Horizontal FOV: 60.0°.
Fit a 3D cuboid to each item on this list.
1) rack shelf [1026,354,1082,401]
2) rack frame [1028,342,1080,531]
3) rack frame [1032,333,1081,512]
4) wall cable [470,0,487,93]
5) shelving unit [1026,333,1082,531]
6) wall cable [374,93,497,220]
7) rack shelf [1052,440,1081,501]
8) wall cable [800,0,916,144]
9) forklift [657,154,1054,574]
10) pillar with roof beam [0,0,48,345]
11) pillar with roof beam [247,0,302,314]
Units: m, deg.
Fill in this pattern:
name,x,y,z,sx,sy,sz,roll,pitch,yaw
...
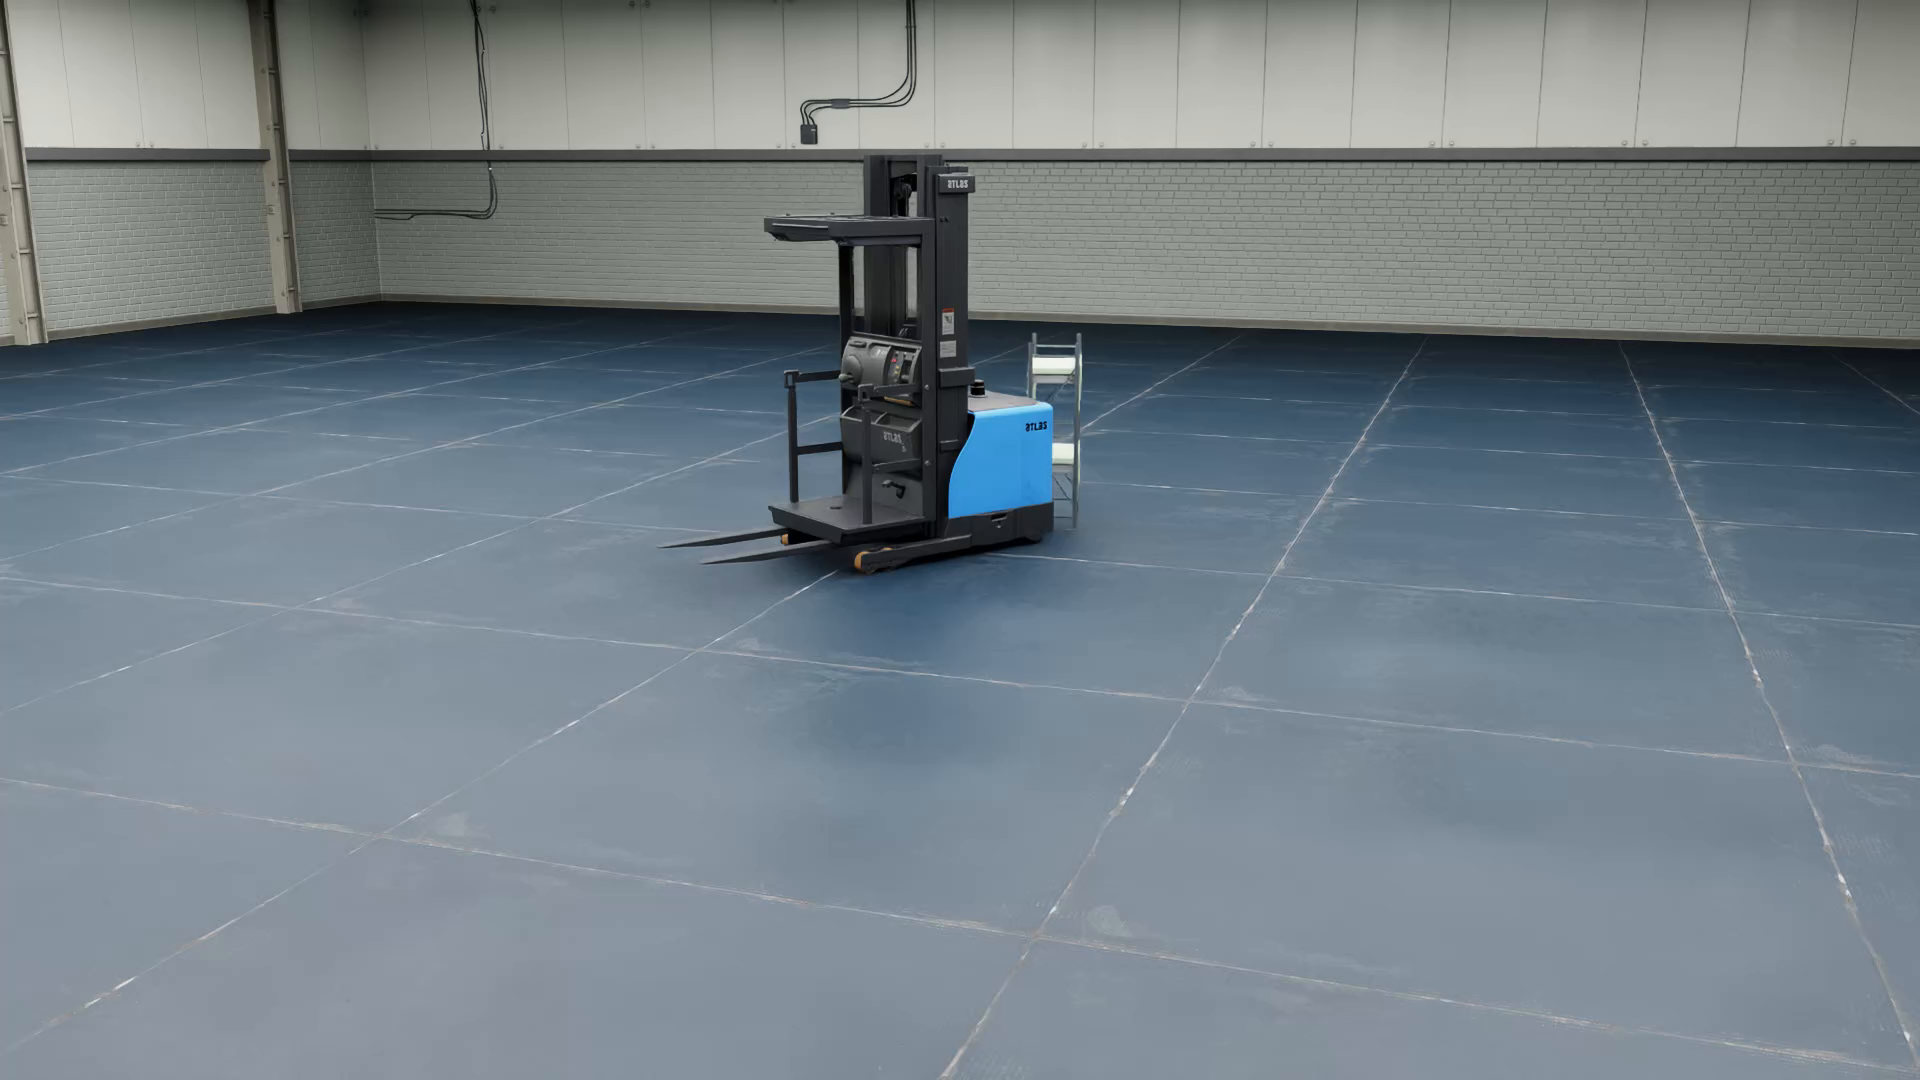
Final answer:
name,x,y,z,sx,sy,sz,roll,pitch,yaw
rack shelf,0.767,-1.274,13.444,0.431,0.370,0.720,1,13,5
rack frame,0.736,-0.812,13.176,0.400,1.500,0.023,1,13,5
rack frame,0.798,-0.974,13.887,0.400,1.500,0.023,1,13,5
wall cable,-8.322,-10.106,32.669,3.097,2.526,0.112,4,14,18
shelving unit,0.767,-0.893,13.531,0.431,1.500,0.755,1,13,5
wall cable,-10.882,-7.838,34.085,3.097,2.526,0.112,4,14,18
rack shelf,0.767,-0.575,13.604,0.431,0.370,0.720,1,13,5
wall cable,-1.904,-10.323,30.351,2.305,6.003,0.169,4,14,18
forklift,-0.750,-1.316,12.166,3.031,2.935,1.130,-10,16,-36
pillar with roof beam,-10.954,-7.254,24.546,9.100,9.000,0.400,4,14,18
pillar with roof beam,-9.013,-8.517,30.081,9.100,9.000,0.400,4,14,18
